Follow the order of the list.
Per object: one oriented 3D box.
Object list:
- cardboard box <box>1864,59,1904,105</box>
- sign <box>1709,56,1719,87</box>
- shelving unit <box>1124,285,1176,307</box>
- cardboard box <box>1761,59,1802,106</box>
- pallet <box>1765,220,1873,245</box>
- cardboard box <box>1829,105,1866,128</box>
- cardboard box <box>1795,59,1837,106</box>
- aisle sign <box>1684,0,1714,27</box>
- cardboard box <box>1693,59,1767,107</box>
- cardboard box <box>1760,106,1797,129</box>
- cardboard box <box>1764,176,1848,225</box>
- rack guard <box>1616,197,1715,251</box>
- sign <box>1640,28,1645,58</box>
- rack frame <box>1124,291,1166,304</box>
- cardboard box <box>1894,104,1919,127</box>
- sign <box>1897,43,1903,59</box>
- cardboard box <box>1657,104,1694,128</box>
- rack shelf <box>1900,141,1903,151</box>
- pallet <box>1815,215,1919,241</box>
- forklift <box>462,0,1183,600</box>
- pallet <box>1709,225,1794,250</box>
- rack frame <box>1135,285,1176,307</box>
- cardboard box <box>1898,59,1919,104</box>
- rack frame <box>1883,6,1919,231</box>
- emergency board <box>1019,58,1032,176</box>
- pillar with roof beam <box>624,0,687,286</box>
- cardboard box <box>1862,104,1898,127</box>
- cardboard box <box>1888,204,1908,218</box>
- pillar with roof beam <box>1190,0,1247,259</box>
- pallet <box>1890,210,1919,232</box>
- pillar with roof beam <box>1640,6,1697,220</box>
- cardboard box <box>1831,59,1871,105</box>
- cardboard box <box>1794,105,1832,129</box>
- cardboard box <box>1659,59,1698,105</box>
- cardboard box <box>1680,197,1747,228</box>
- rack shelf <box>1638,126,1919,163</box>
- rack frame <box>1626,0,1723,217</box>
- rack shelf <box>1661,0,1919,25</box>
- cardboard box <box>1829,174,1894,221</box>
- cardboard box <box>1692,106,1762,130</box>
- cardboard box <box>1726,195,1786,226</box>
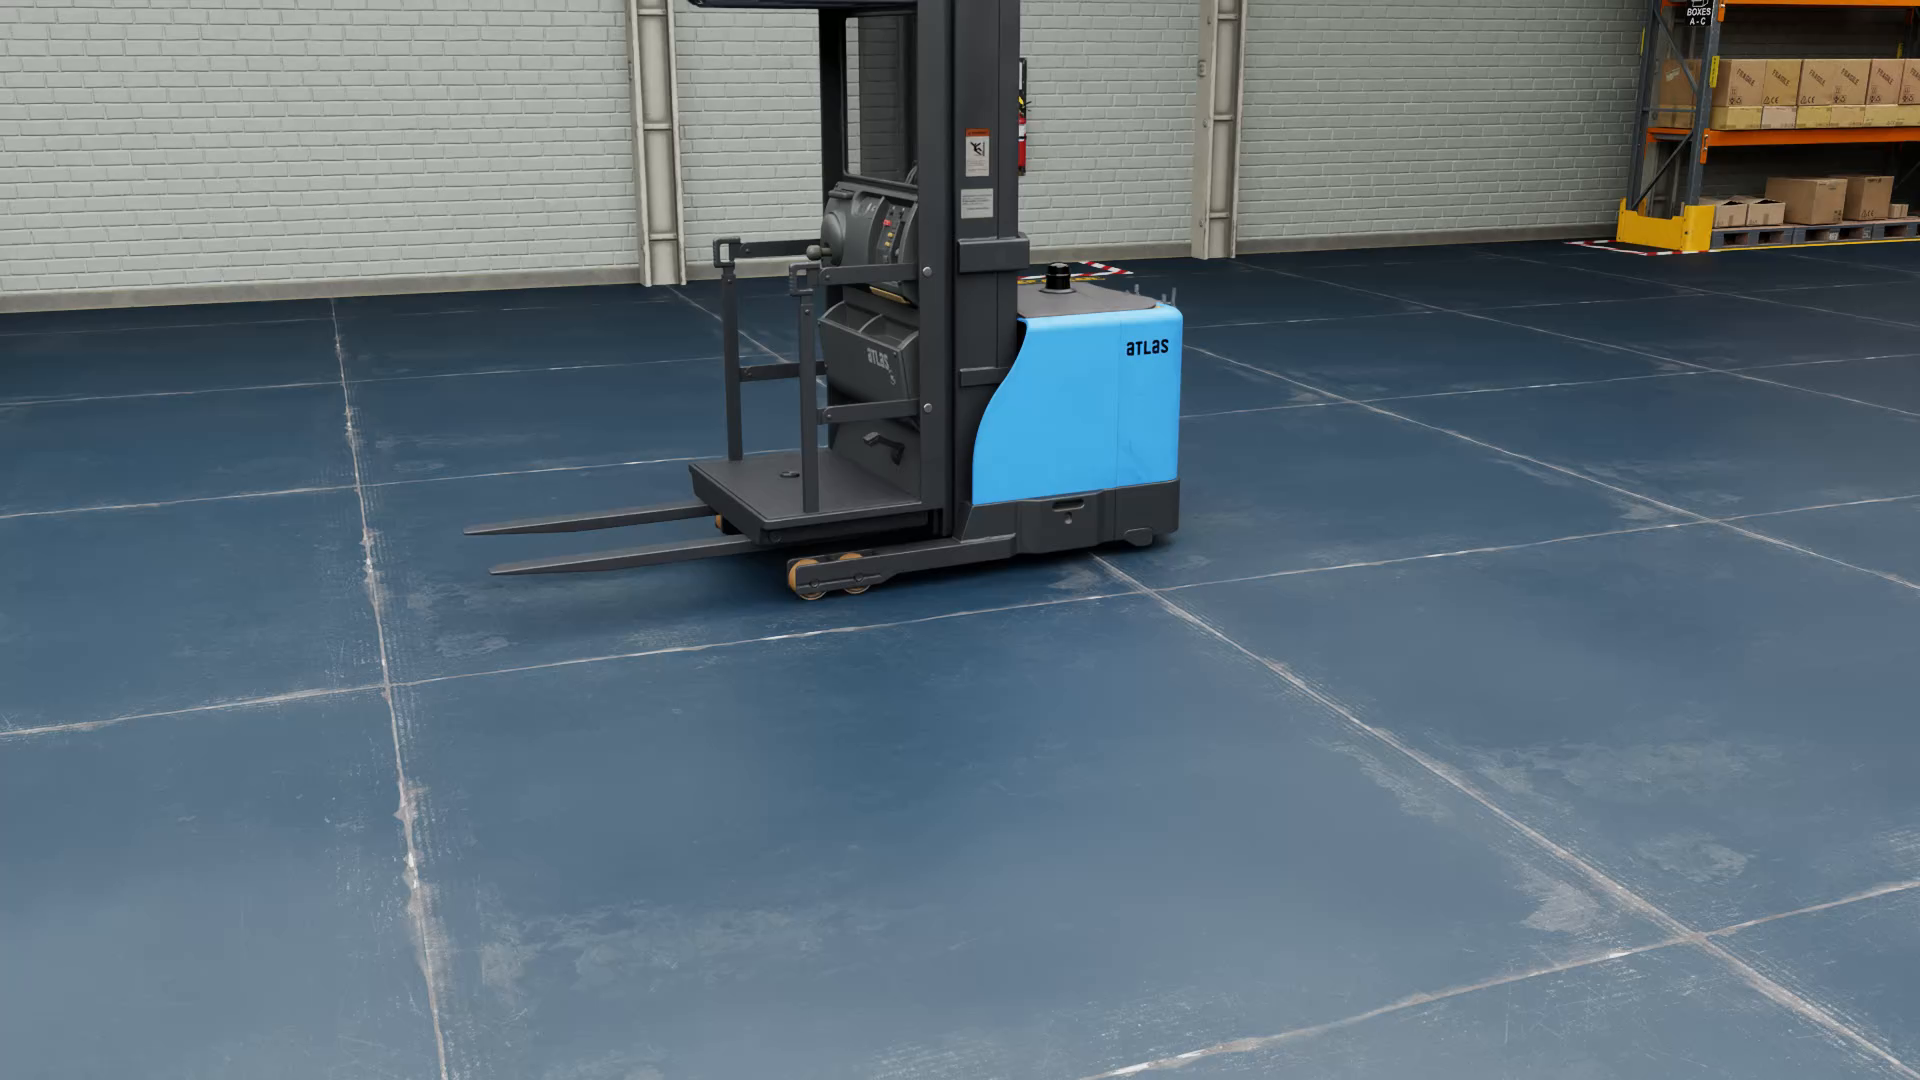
[{"bbox_3d":[10.470,-5.292,19.197,0.500,0.500,0.500,-7,18,-22],"label":"cardboard box"},{"bbox_3d":[8.198,-5.093,18.082,0.005,0.325,0.100,-6,17,-20],"label":"sign"},{"bbox_3d":[0.887,-0.690,8.068,0.215,1.050,0.252,7,18,17],"label":"shelving unit"},{"bbox_3d":[9.022,-5.134,18.658,0.500,0.500,0.500,-6,17,-20],"label":"cardboard box"},{"bbox_3d":[9.983,-3.685,19.771,1.213,0.211,1.003,-6,17,-20],"label":"pallet"},{"bbox_3d":[10.003,-4.880,19.123,0.500,0.250,0.500,-6,17,-20],"label":"cardboard box"},{"bbox_3d":[9.506,-5.185,18.830,0.500,0.500,0.500,-7,18,-22],"label":"cardboard box"},{"bbox_3d":[8.043,-5.982,18.030,0.004,0.787,0.394,-6,17,-20],"label":"aisle sign"},{"bbox_3d":[8.557,-5.087,18.497,0.500,0.500,0.500,-6,17,-20],"label":"cardboard box"},{"bbox_3d":[9.052,-4.780,18.782,0.500,0.250,0.500,-7,18,-22],"label":"cardboard box"},{"bbox_3d":[9.917,-3.997,19.540,0.500,0.500,0.700,-7,18,-24],"label":"cardboard box"},{"bbox_3d":[8.074,-3.629,19.068,0.348,0.500,1.175,-6,17,-20],"label":"rack guard"},{"bbox_3d":[7.823,-5.676,18.986,0.005,0.325,0.100,-6,17,-20],"label":"sign"},{"bbox_3d":[0.849,-0.657,7.957,0.200,1.050,0.008,7,18,17],"label":"rack frame"},{"bbox_3d":[10.936,-4.986,19.484,0.500,0.250,0.500,-6,17,-20],"label":"cardboard box"},{"bbox_3d":[11.537,-5.925,20.396,0.005,0.325,0.100,-6,17,-20],"label":"sign"},{"bbox_3d":[8.370,-4.856,19.042,0.500,0.250,0.500,-6,17,-19],"label":"cardboard box"},{"bbox_3d":[13.606,-5.080,20.851,4.000,0.370,1.077,-6,17,-20],"label":"rack shelf"},{"bbox_3d":[11.124,-3.809,20.194,1.213,0.211,1.003,-6,17,-20],"label":"pallet"},{"bbox_3d":[-0.571,-1.331,6.928,3.031,2.935,1.130,-8,18,-24],"label":"forklift"},{"bbox_3d":[8.846,-3.563,19.356,1.213,0.211,1.003,-6,17,-20],"label":"pallet"},{"bbox_3d":[0.925,-0.723,8.180,0.200,1.050,0.008,7,18,17],"label":"rack frame"},{"bbox_3d":[10.944,-5.340,19.360,0.500,0.500,0.500,-6,17,-20],"label":"cardboard box"},{"bbox_3d":[11.738,-5.224,20.063,0.127,3.000,1.000,-6,17,-20],"label":"rack frame"},{"bbox_3d":[0.423,-4.275,16.831,0.643,1.169,0.194,-6,17,-20],"label":"emergency board"},{"bbox_3d":[-1.318,-5.655,10.883,0.400,9.000,9.100,-6,17,-20],"label":"pillar with roof beam"},{"bbox_3d":[10.472,-4.931,19.297,0.500,0.250,0.500,-6,17,-20],"label":"cardboard box"},{"bbox_3d":[11.250,-4.014,20.190,0.250,0.166,0.380,-9,18,-27],"label":"cardboard box"},{"bbox_3d":[4.285,-6.259,12.943,0.400,9.000,9.100,-6,17,-20],"label":"pillar with roof beam"},{"bbox_3d":[12.465,-3.965,20.725,1.213,0.211,1.003,-6,17,-20],"label":"pallet"},{"bbox_3d":[9.888,-6.864,15.003,0.400,9.000,9.100,-6,17,-20],"label":"pillar with roof beam"},{"bbox_3d":[9.984,-5.240,19.017,0.500,0.500,0.500,-6,17,-18],"label":"cardboard box"},{"bbox_3d":[9.530,-4.830,18.952,0.500,0.250,0.500,-6,18,-21],"label":"cardboard box"},{"bbox_3d":[8.367,-5.221,18.955,0.500,0.500,0.500,-6,18,-21],"label":"cardboard box"},{"bbox_3d":[8.682,-3.788,19.164,0.500,0.311,0.500,-8,18,-26],"label":"cardboard box"},{"bbox_3d":[9.871,-4.677,19.478,4.000,0.370,1.077,-6,17,-20],"label":"rack shelf"},{"bbox_3d":[8.003,-4.820,18.690,0.127,3.000,1.000,-6,17,-20],"label":"rack frame"},{"bbox_3d":[9.871,-6.116,19.055,4.000,0.370,1.077,-6,17,-20],"label":"rack shelf"},{"bbox_3d":[10.784,-4.120,19.961,0.500,0.500,0.500,-8,18,-24],"label":"cardboard box"},{"bbox_3d":[8.573,-4.724,18.591,0.500,0.250,0.500,-7,18,-22],"label":"cardboard box"},{"bbox_3d":[9.214,-3.845,19.359,0.500,0.311,0.500,-5,17,-15],"label":"cardboard box"}]
